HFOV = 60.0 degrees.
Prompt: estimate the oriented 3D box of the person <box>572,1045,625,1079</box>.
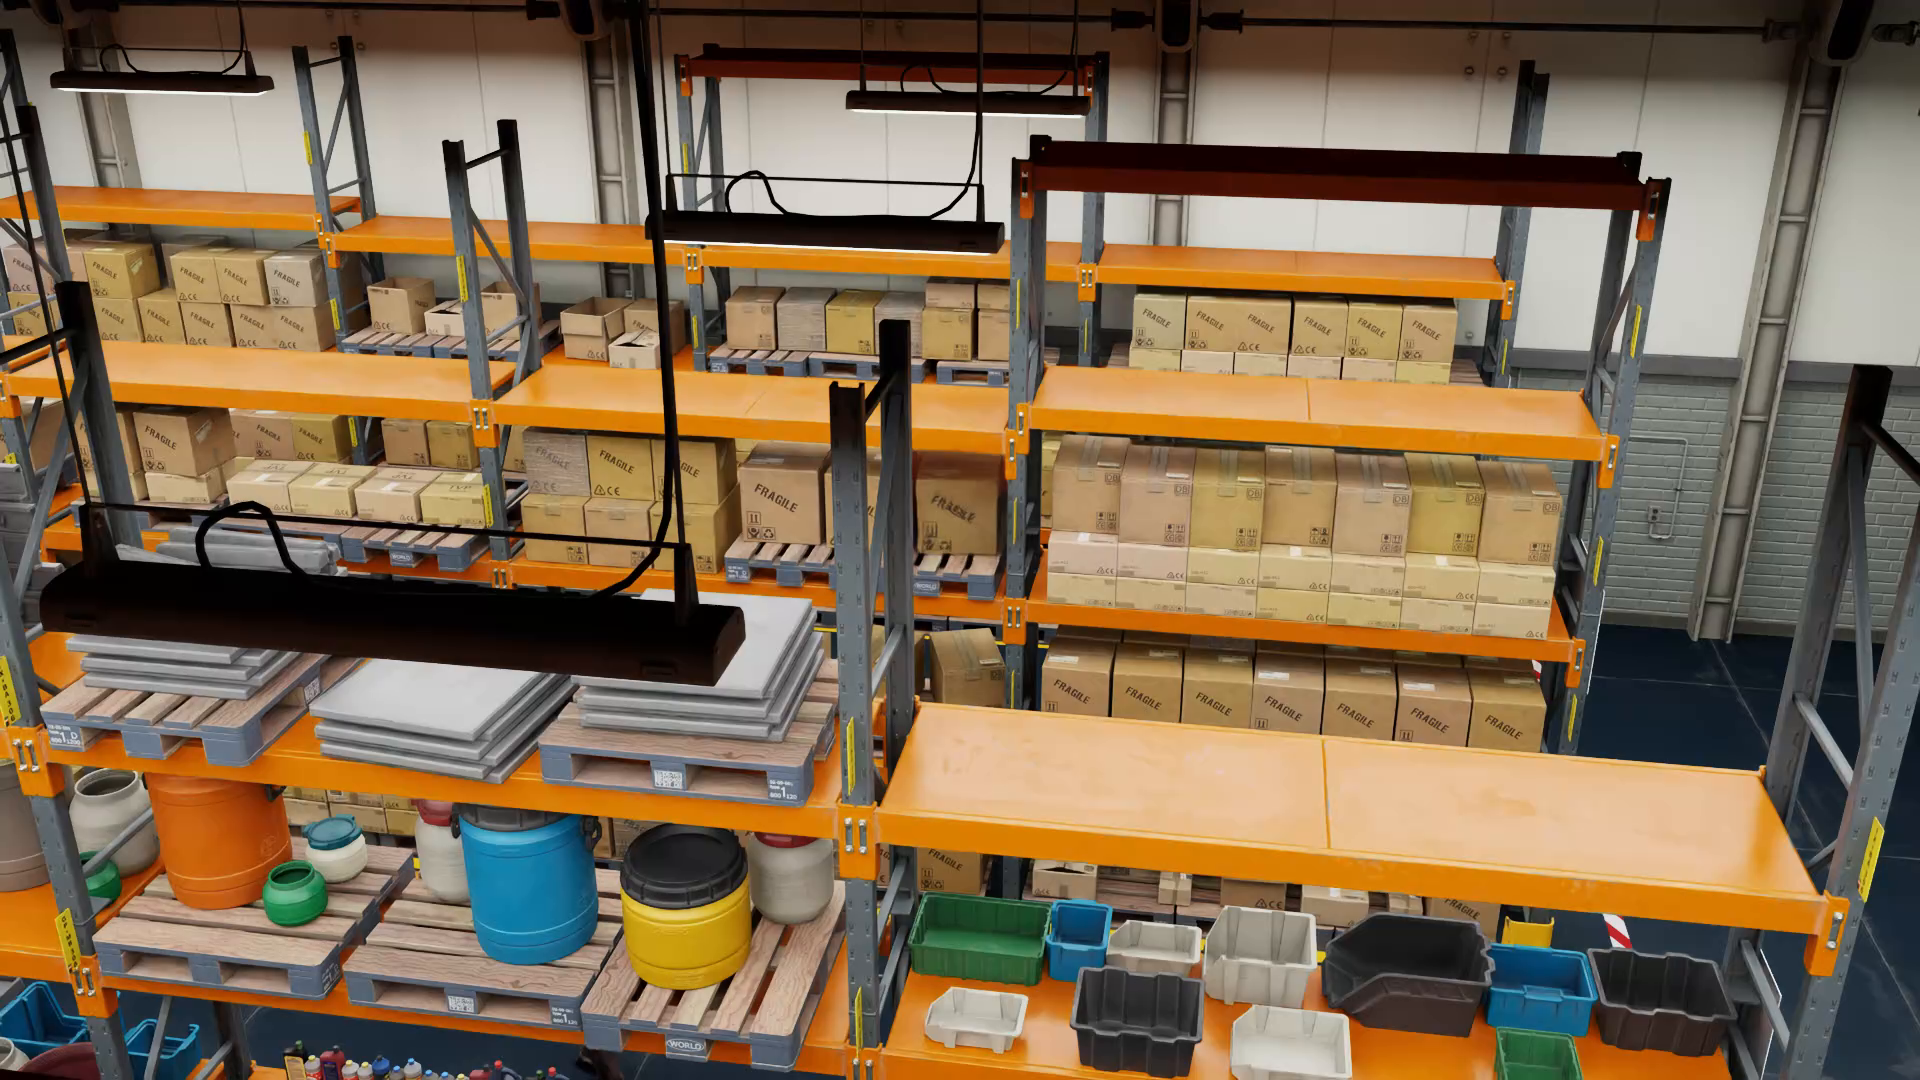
[{"bbox_3d":[-2.527,2.986,11.226,0.624,1.796,0.590,12,26,26],"label":"person"}]
